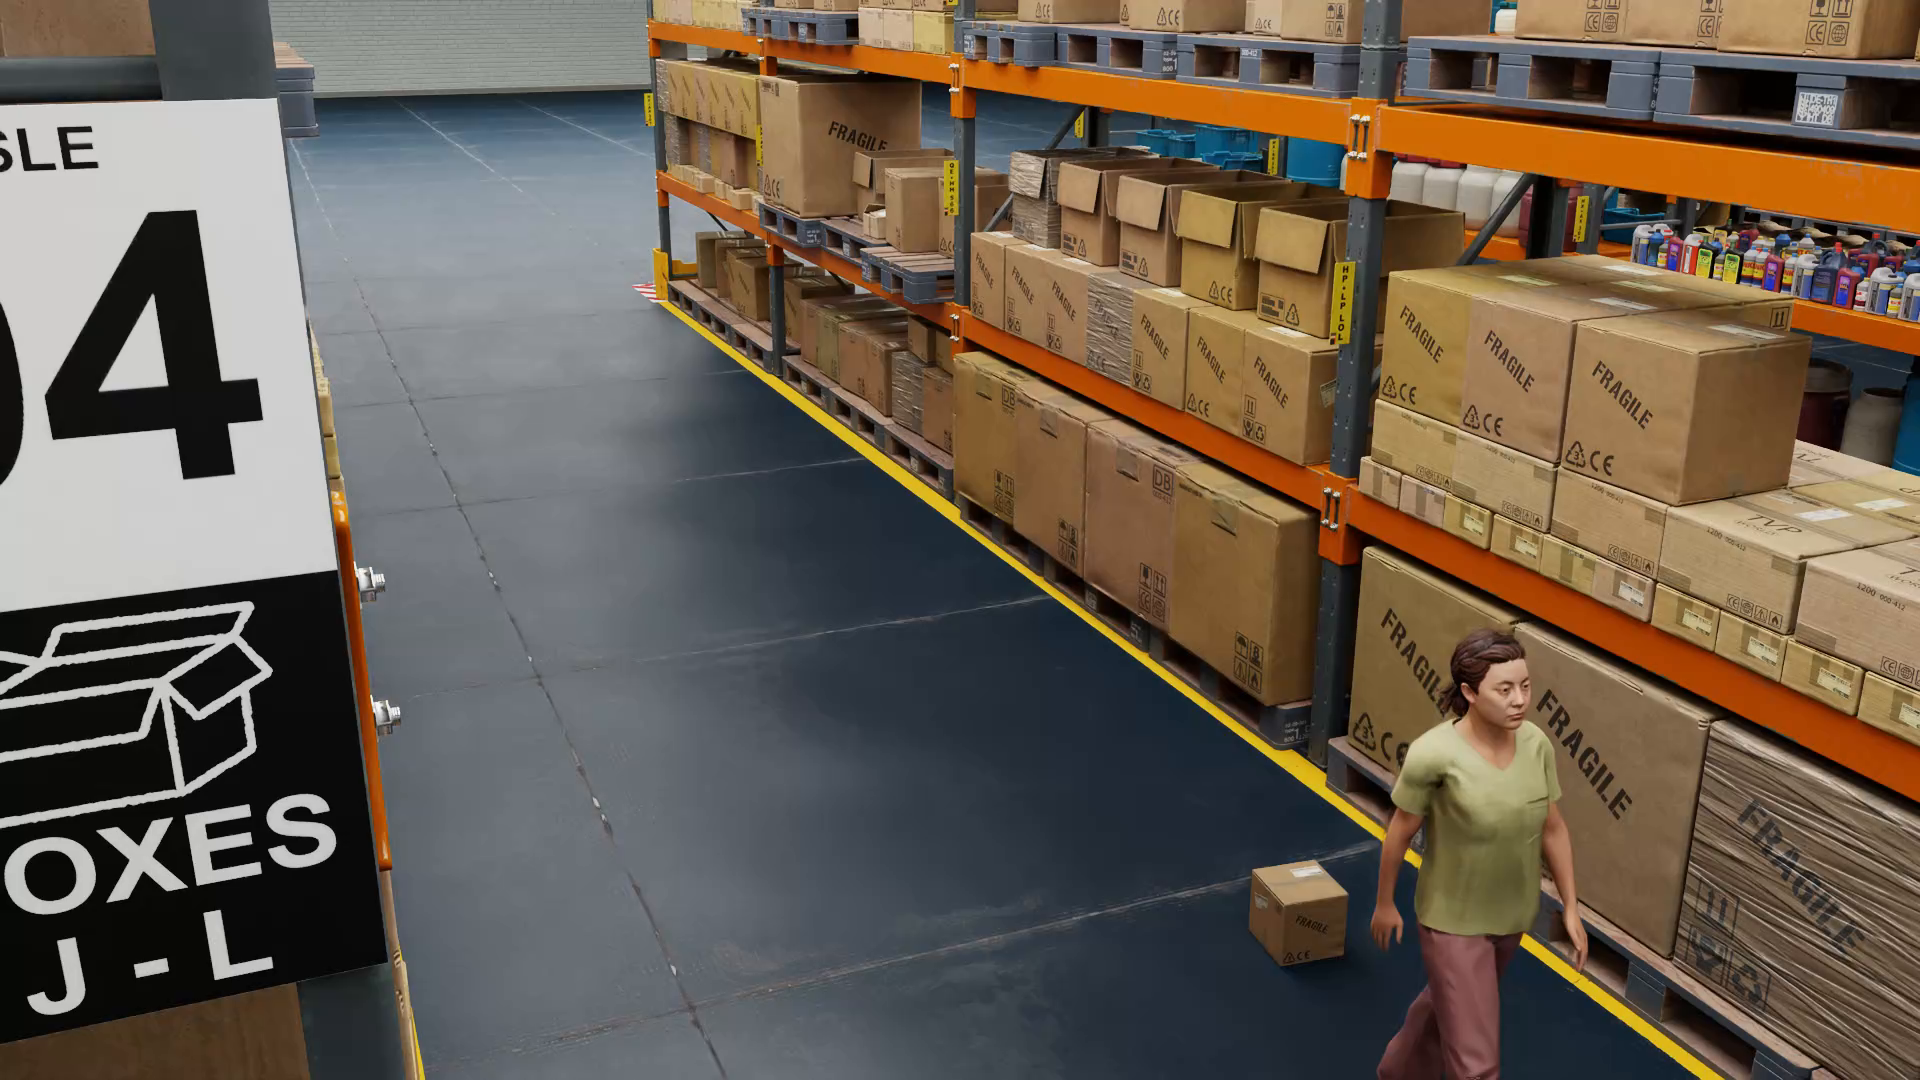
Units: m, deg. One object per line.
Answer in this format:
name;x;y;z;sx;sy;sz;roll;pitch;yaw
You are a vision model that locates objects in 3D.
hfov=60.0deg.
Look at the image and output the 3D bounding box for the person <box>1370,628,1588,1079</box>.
person;1.450;1.053;4.456;0.471;1.639;0.887;-7;20;-20
